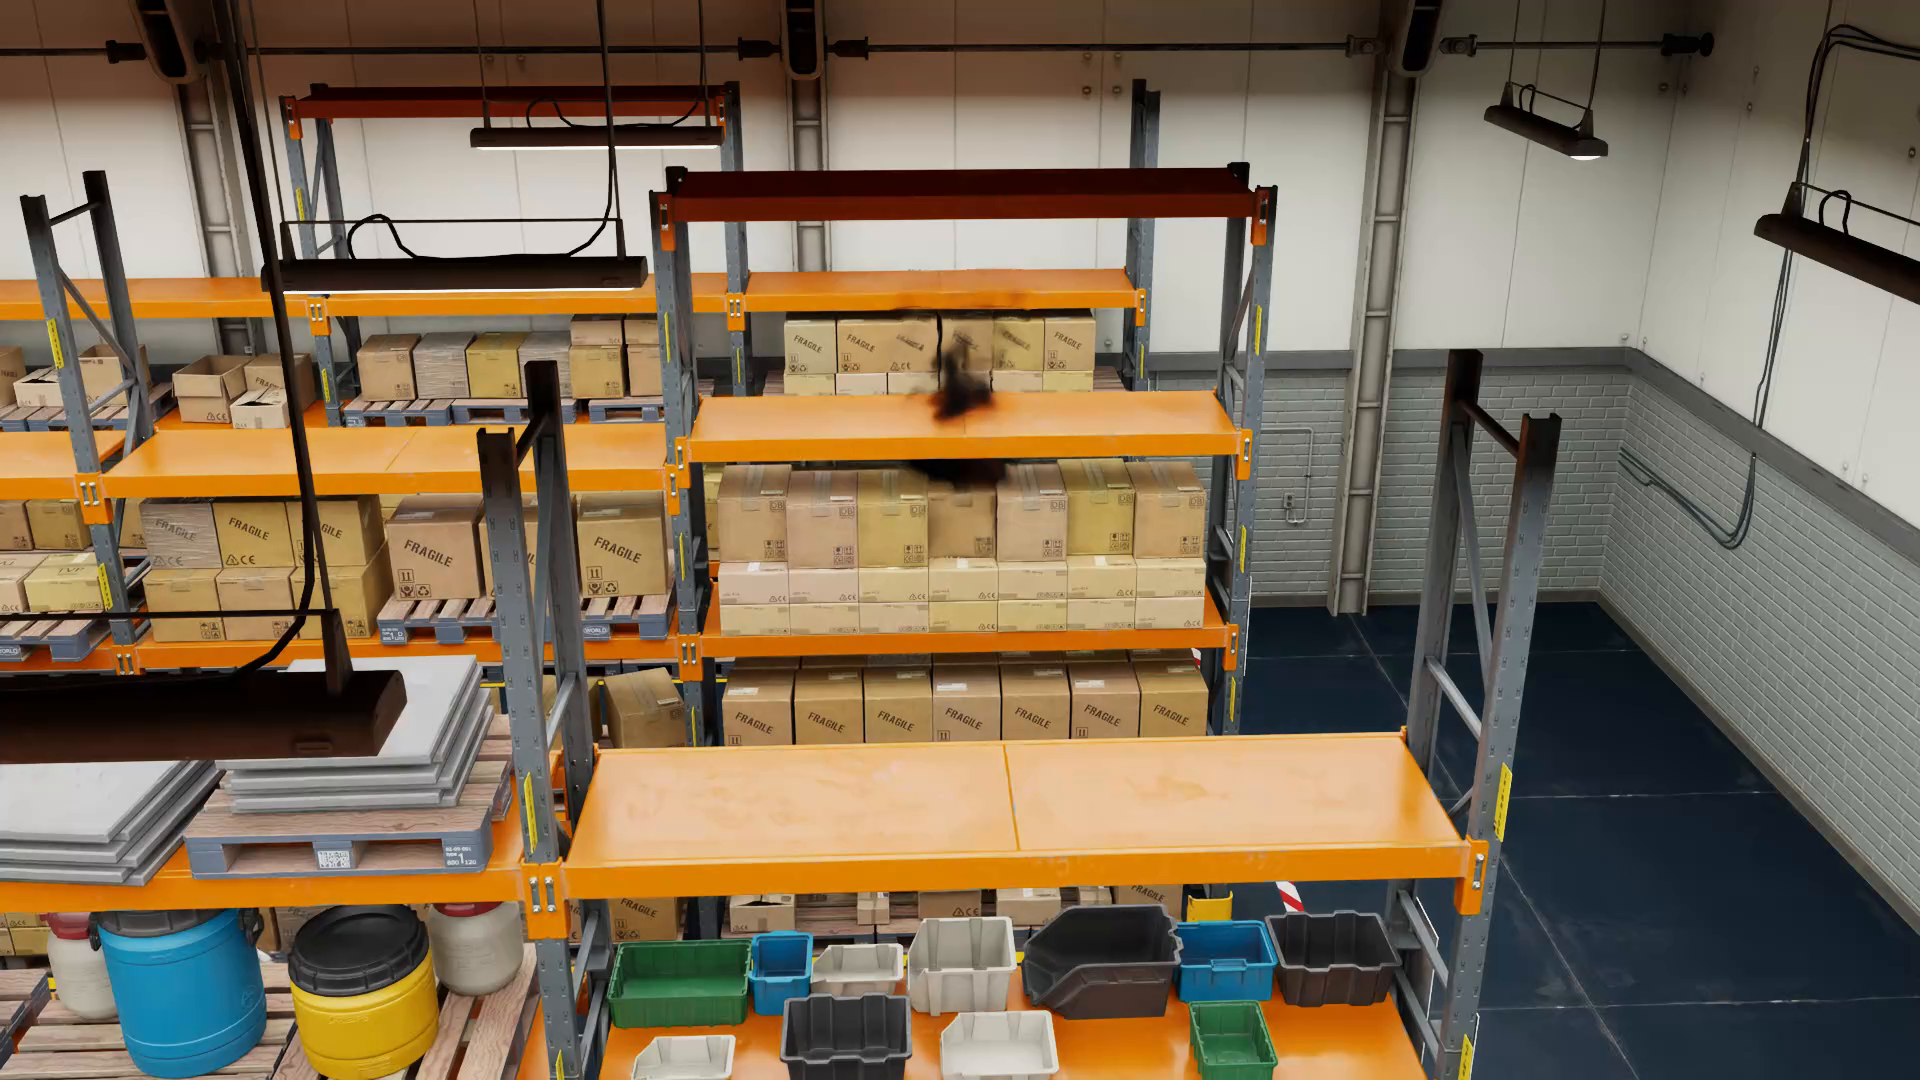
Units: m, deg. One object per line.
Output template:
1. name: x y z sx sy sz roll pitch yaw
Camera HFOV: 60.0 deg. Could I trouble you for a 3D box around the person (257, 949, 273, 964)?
1. person: -4.769 3.232 10.943 0.904 1.708 0.616 -3 22 -7
